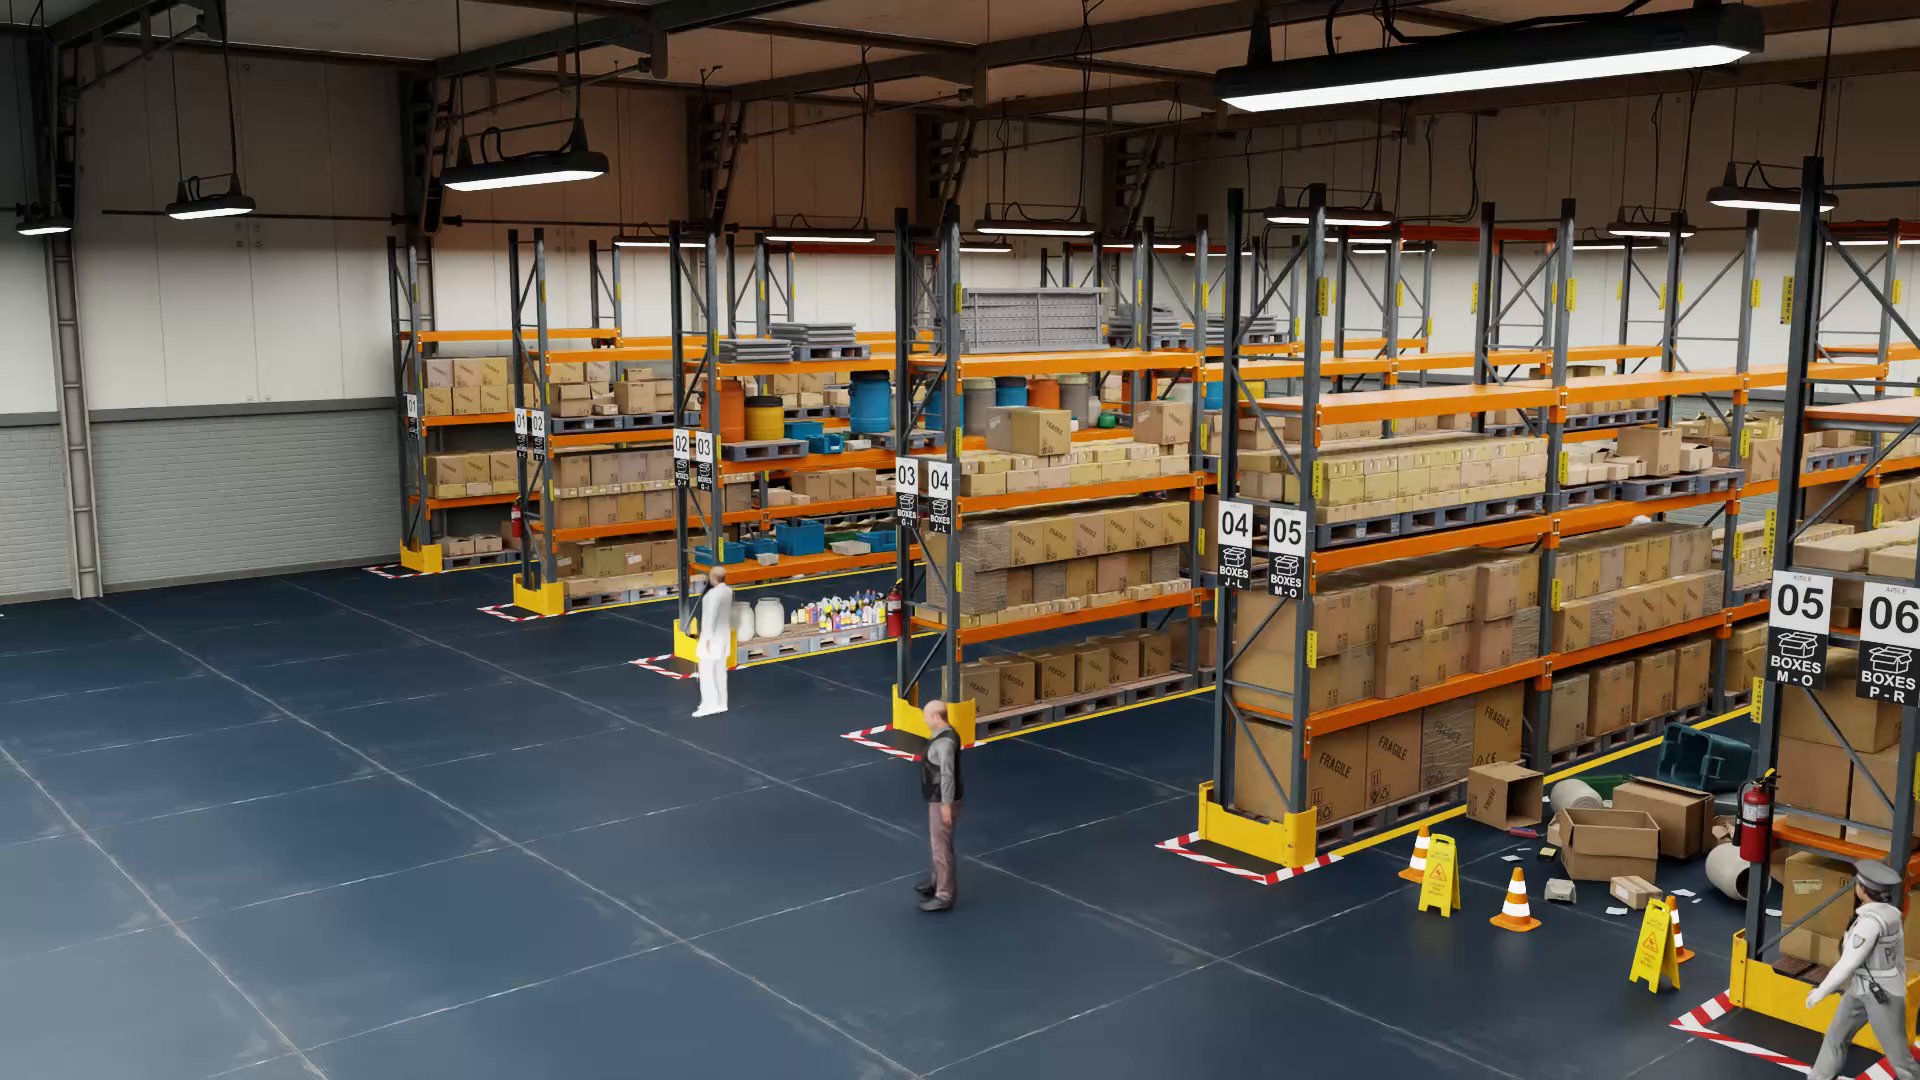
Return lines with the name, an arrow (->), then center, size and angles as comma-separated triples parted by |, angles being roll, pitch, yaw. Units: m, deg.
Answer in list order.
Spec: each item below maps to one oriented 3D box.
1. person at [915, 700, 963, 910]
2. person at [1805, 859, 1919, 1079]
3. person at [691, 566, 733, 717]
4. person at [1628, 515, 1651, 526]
person -> -0.182, 2.187, 13.952 | 0.420, 1.718, 0.586 | 0, 9, 1
person -> 5.594, 2.796, 10.275 | 0.923, 1.629, 0.463 | 3, 9, 20
person -> -3.000, 1.220, 20.137 | 0.393, 1.827, 0.635 | 3, 9, 16
person -> 10.659, 0.244, 26.274 | 0.633, 1.804, 0.389 | -8, 12, -41
